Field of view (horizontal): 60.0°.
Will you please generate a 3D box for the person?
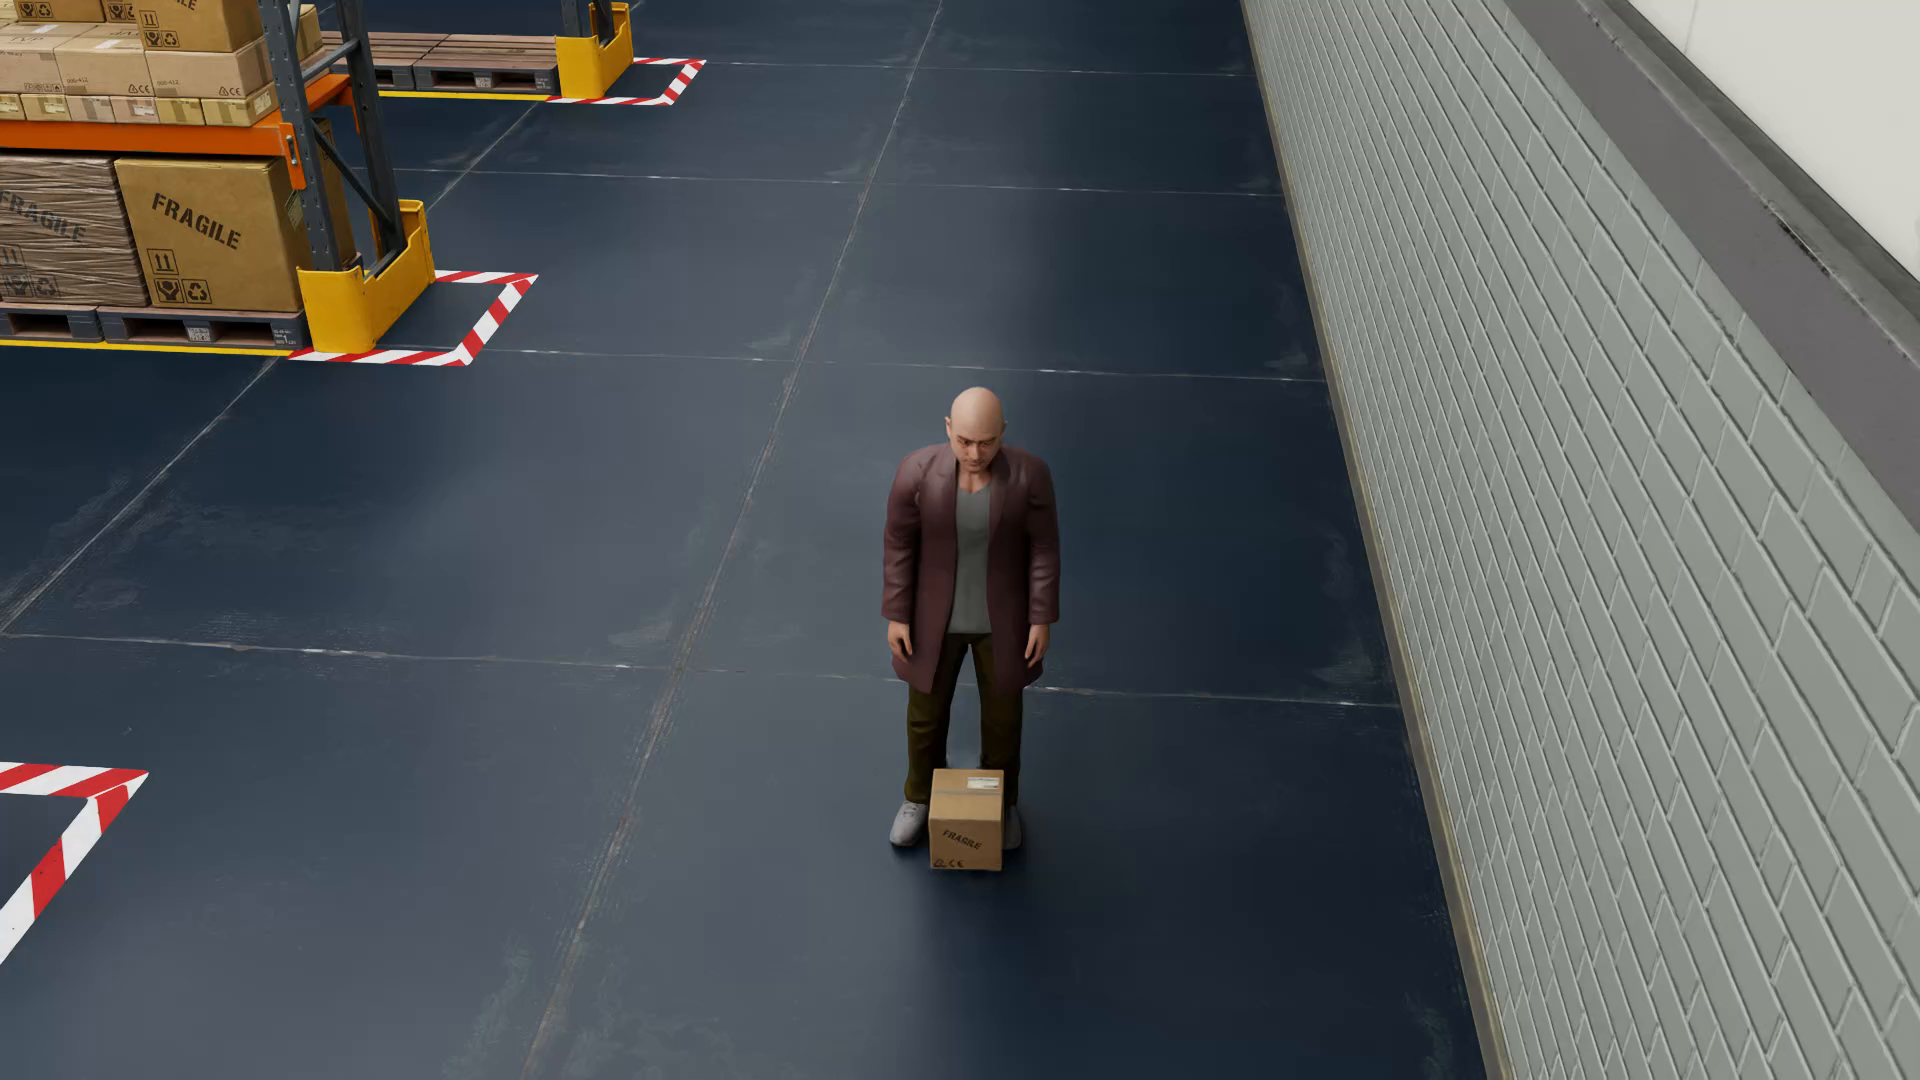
[{"bbox_3d":[0.040,0.271,5.710,0.640,1.772,0.428,1,32,2],"label":"person"}]
